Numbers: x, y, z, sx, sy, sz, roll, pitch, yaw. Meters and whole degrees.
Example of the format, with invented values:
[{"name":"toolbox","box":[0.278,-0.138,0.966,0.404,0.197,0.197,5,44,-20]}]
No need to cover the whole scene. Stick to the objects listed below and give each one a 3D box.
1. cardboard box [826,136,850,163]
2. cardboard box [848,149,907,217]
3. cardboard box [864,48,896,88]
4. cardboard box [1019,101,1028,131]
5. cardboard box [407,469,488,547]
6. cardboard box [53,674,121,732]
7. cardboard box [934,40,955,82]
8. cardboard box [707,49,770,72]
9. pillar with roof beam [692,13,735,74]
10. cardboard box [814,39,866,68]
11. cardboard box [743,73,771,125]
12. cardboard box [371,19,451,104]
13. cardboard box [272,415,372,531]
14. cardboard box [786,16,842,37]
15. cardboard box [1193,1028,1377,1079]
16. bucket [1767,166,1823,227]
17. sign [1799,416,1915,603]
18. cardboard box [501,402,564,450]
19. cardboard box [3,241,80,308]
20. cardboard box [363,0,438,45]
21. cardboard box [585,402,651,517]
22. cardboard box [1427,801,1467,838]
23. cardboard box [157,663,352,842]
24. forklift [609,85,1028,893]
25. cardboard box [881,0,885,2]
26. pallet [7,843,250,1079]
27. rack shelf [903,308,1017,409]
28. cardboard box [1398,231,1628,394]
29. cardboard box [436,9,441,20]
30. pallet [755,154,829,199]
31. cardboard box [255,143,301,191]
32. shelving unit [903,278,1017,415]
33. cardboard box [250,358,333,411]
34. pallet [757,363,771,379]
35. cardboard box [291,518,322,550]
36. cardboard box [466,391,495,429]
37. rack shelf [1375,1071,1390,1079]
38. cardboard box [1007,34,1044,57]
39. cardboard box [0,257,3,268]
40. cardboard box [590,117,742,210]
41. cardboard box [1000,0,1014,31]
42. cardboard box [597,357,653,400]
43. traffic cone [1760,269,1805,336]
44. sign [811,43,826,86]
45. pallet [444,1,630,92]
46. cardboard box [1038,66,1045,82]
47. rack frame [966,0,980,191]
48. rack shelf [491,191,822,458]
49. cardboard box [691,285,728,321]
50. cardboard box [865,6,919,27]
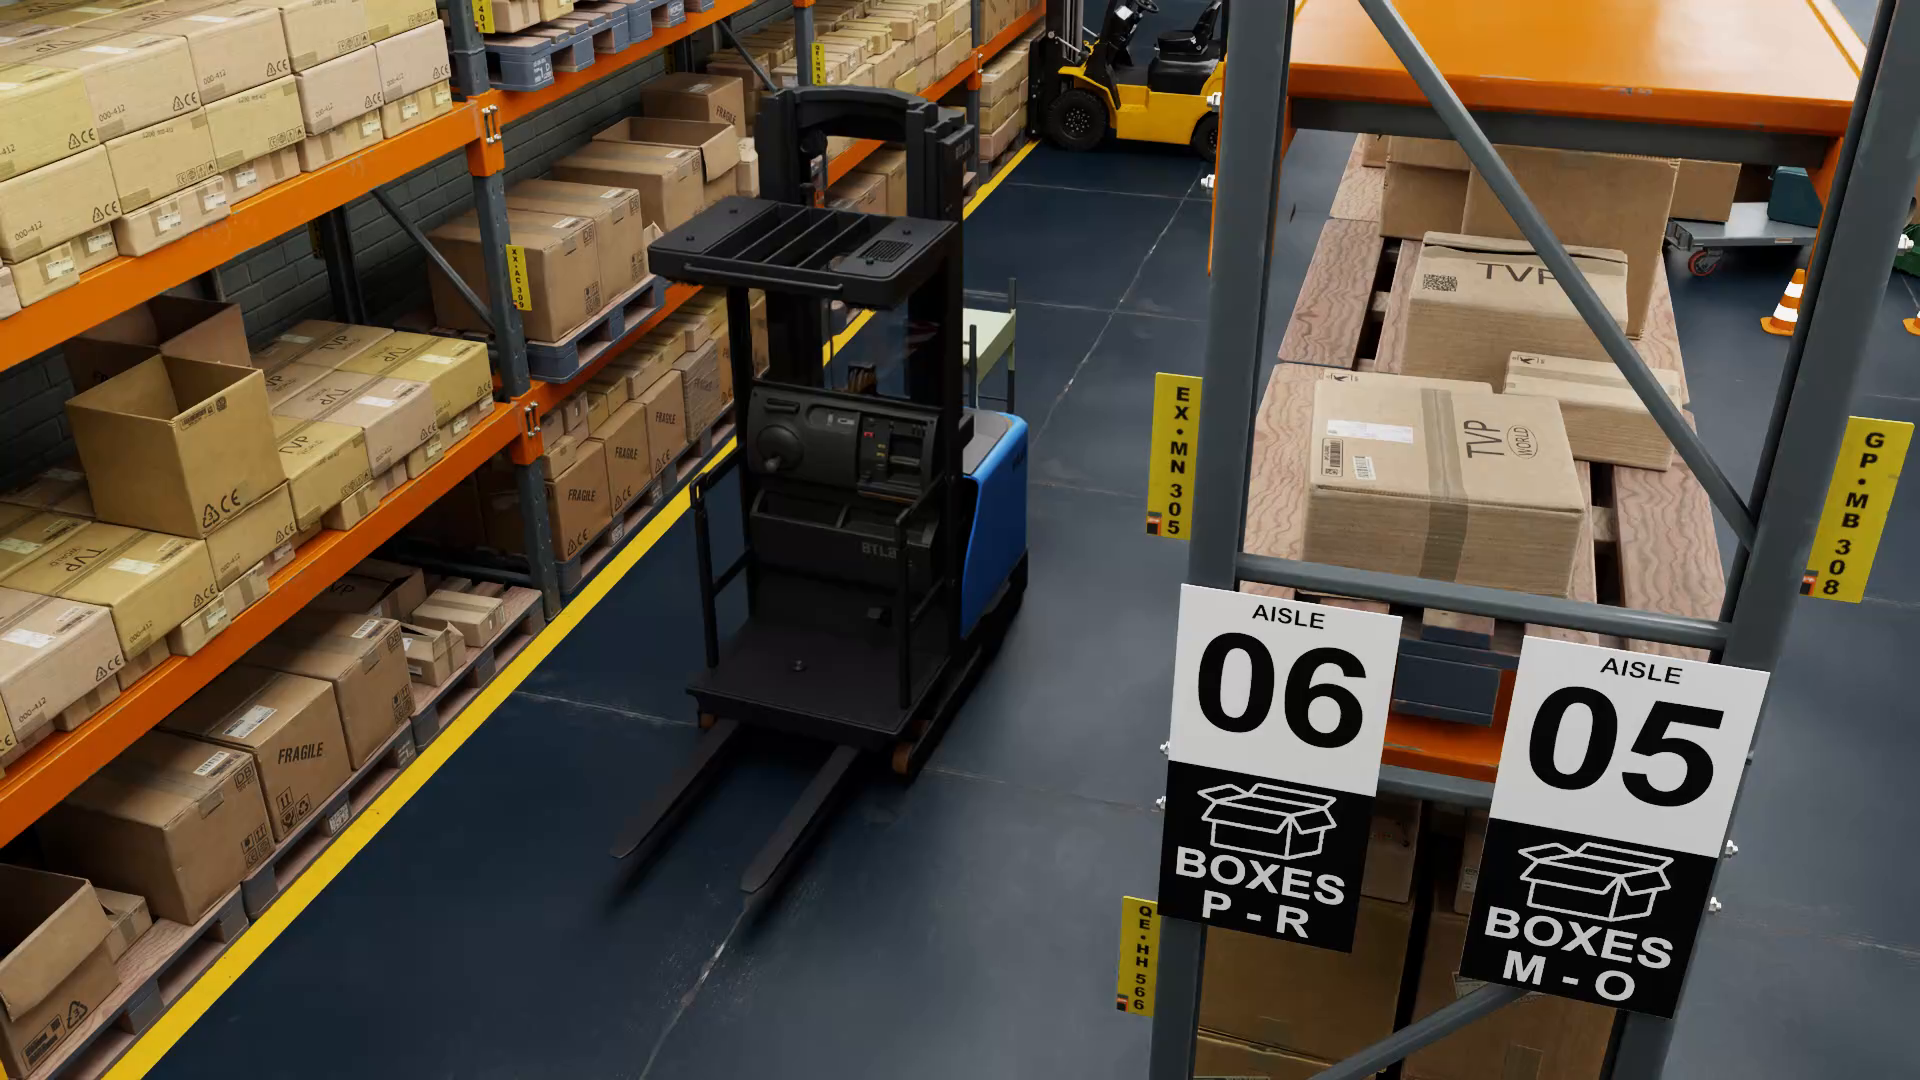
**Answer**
[{"name":"cardboard box","box":[-1.124,-2.930,12.086,0.500,0.250,0.500,9,30,15]},{"name":"cardboard box","box":[-0.910,-2.876,13.845,0.875,0.625,0.625,7,30,13]},{"name":"cardboard box","box":[-0.805,-3.622,12.815,0.500,0.250,0.500,8,30,14]},{"name":"cardboard box","box":[0.415,-4.322,16.830,0.500,0.250,0.500,9,30,16]},{"name":"cardboard box","box":[-2.801,-0.327,9.392,0.500,0.500,0.500,8,30,15]},{"name":"cardboard box","box":[-3.270,0.529,5.972,0.380,0.149,0.250,9,30,16]},{"name":"cardboard box","box":[-0.354,-4.112,14.210,0.500,0.250,0.500,8,30,15]},{"name":"cardboard box","box":[-1.616,-3.469,12.131,0.380,0.149,0.250,9,30,16]},{"name":"pillar with roof beam","box":[2.149,-5.566,10.499,9.100,9.000,0.400,8,30,15]},{"name":"cardboard box","box":[-0.920,-3.628,12.417,0.380,0.149,0.250,9,30,15]},{"name":"cardboard box","box":[-1.622,-3.226,12.103,0.500,0.250,0.500,9,30,16]},{"name":"cardboard box","box":[-2.564,-2.081,7.168,0.500,0.250,0.500,9,30,15]},{"name":"cardboard box","box":[-2.870,-0.294,7.041,0.500,0.250,0.500,8,30,15]},{"name":"cardboard box","box":[-1.154,-4.048,13.171,0.380,0.149,0.250,9,30,16]},{"name":"cardboard box","box":[0.799,1.294,4.235,0.500,0.500,0.500,9,30,15]},{"name":"bucket","box":[7.030,-2.943,13.759,0.726,0.611,0.620,20,45,32]},{"name":"sign","box":[1.439,-0.046,2.680,0.100,0.325,0.005,8,30,15]},{"name":"cardboard box","box":[-2.360,-0.608,8.923,0.380,0.149,0.250,8,30,14]},{"name":"cardboard box","box":[-3.135,-0.889,5.435,0.380,0.149,0.250,8,30,15]},{"name":"cardboard box","box":[-2.580,-2.290,7.030,0.500,0.250,0.500,9,30,15]},{"name":"cardboard box","box":[-2.158,-0.498,9.700,0.500,0.500,0.500,8,30,14]},{"name":"cardboard box","box":[1.288,0.578,3.826,0.380,0.149,0.250,9,30,16]},{"name":"cardboard box","box":[-3.027,0.908,7.171,0.500,0.500,0.500,9,30,16]},{"name":"forklift","box":[-0.621,-0.405,7.463,1.130,2.935,3.031,10,31,18]},{"name":"cardboard box","box":[-0.825,-4.645,14.244,0.380,0.149,0.250,8,30,15]},{"name":"pallet","box":[-3.581,1.706,6.466,1.003,0.211,1.213,8,30,15]},{"name":"rack shelf","box":[0.007,-1.004,9.209,0.431,0.370,0.720,9,30,16]},{"name":"cardboard box","box":[1.397,-0.588,4.192,0.500,0.311,0.500,9,30,16]},{"name":"cardboard box","box":[-2.639,-2.545,7.877,0.380,0.149,0.250,8,30,15]},{"name":"pallet","box":[-1.620,-2.416,11.204,1.213,0.211,1.003,8,30,15]},{"name":"cardboard box","box":[-2.830,-1.487,6.510,0.380,0.149,0.250,10,30,17]},{"name":"shelving unit","box":[0.007,-0.663,9.399,0.431,1.500,0.755,9,30,16]},{"name":"cardboard box","box":[-3.206,-0.604,7.599,0.500,0.250,0.500,8,30,14]},{"name":"pallet","box":[-1.743,-1.264,11.806,1.003,0.211,1.213,8,30,15]},{"name":"cardboard box","box":[-2.957,-0.079,7.064,0.380,0.149,0.250,9,30,16]},{"name":"cardboard box","box":[-2.514,-0.672,8.130,0.380,0.149,0.250,9,30,16]},{"name":"rack shelf","box":[1.497,0.985,5.634,1.077,0.370,4.000,8,30,15]},{"name":"cardboard box","box":[0.584,-4.994,17.010,0.500,0.250,0.500,8,30,14]},{"name":"cardboard box","box":[-3.315,-0.888,5.024,0.500,0.250,0.500,9,30,16]},{"name":"cardboard box","box":[-1.790,-2.268,10.204,0.797,0.503,0.637,8,30,14]},{"name":"cardboard box","box":[0.203,-5.140,15.802,0.500,0.500,0.500,9,30,16]},{"name":"cardboard box","box":[-2.054,-0.970,9.880,0.380,0.149,0.250,8,30,15]},{"name":"traffic cone","box":[6.278,-1.815,12.536,0.336,0.463,0.334,8,30,15]},{"name":"sign","box":[-0.966,-3.223,11.348,0.100,0.325,0.005,8,30,15]},{"name":"pallet","box":[-2.403,-2.487,8.244,1.213,0.211,1.003,8,30,15]},{"name":"cardboard box","box":[0.577,-4.765,17.113,0.500,0.250,0.500,8,30,15]},{"name":"rack frame","box":[-0.314,-4.683,15.083,1.000,3.000,0.127,8,30,15]},{"name":"rack shelf","box":[-2.075,-1.581,10.246,1.077,0.370,4.000,8,30,15]},{"name":"cardboard box","box":[-1.682,-1.570,10.959,0.380,0.149,0.250,9,30,16]},{"name":"cardboard box","box":[-0.549,-4.222,13.484,0.380,0.149,0.250,9,30,15]}]
